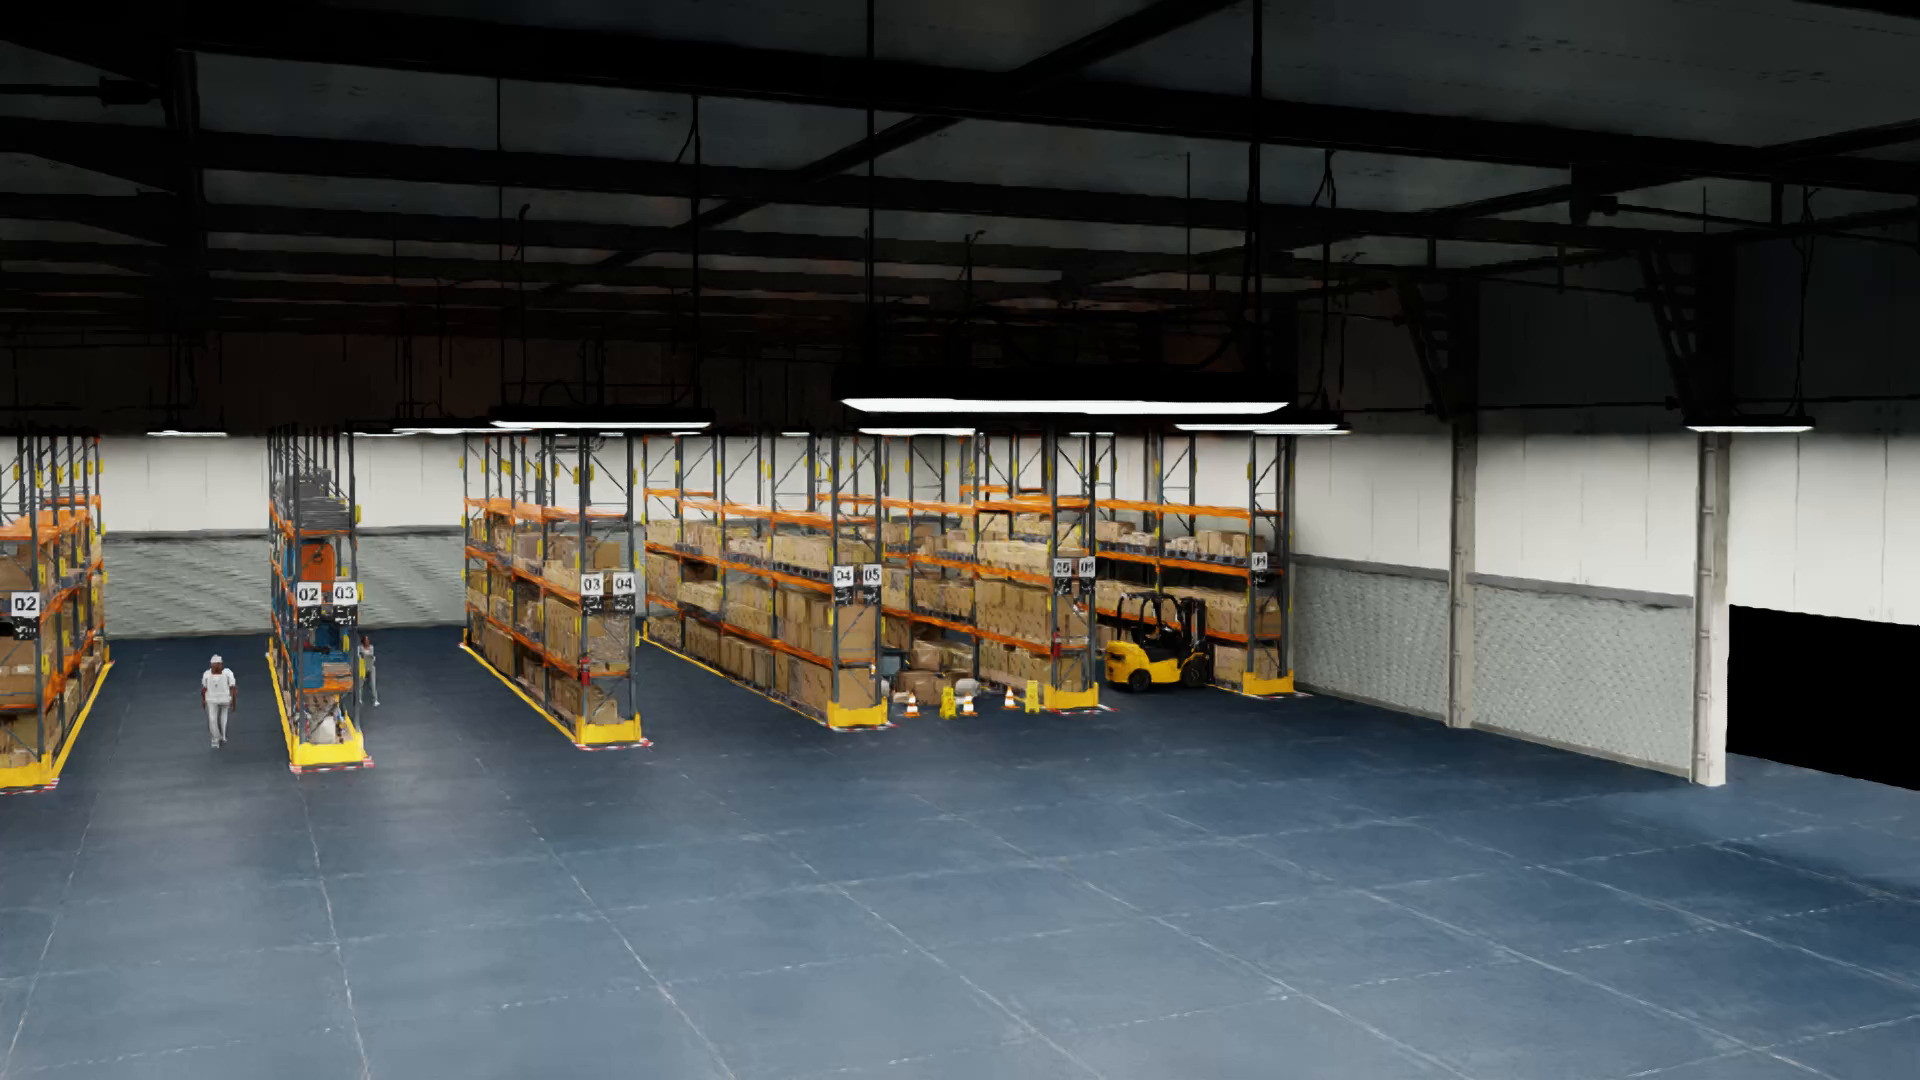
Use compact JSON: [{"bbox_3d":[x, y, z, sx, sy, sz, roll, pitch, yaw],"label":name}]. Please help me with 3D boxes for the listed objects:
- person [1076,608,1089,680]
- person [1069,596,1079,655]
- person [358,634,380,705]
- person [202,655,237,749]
[{"bbox_3d":[2.854,2.465,39.483,0.469,1.675,0.497,0,4,6],"label":"person"},{"bbox_3d":[2.888,2.268,42.701,0.543,1.664,0.580,0,3,1],"label":"person"},{"bbox_3d":[-12.735,2.765,35.635,0.409,1.533,0.957,-2,4,-32],"label":"person"},{"bbox_3d":[-13.768,2.978,30.908,0.591,1.716,1.042,-2,4,-25],"label":"person"}]
